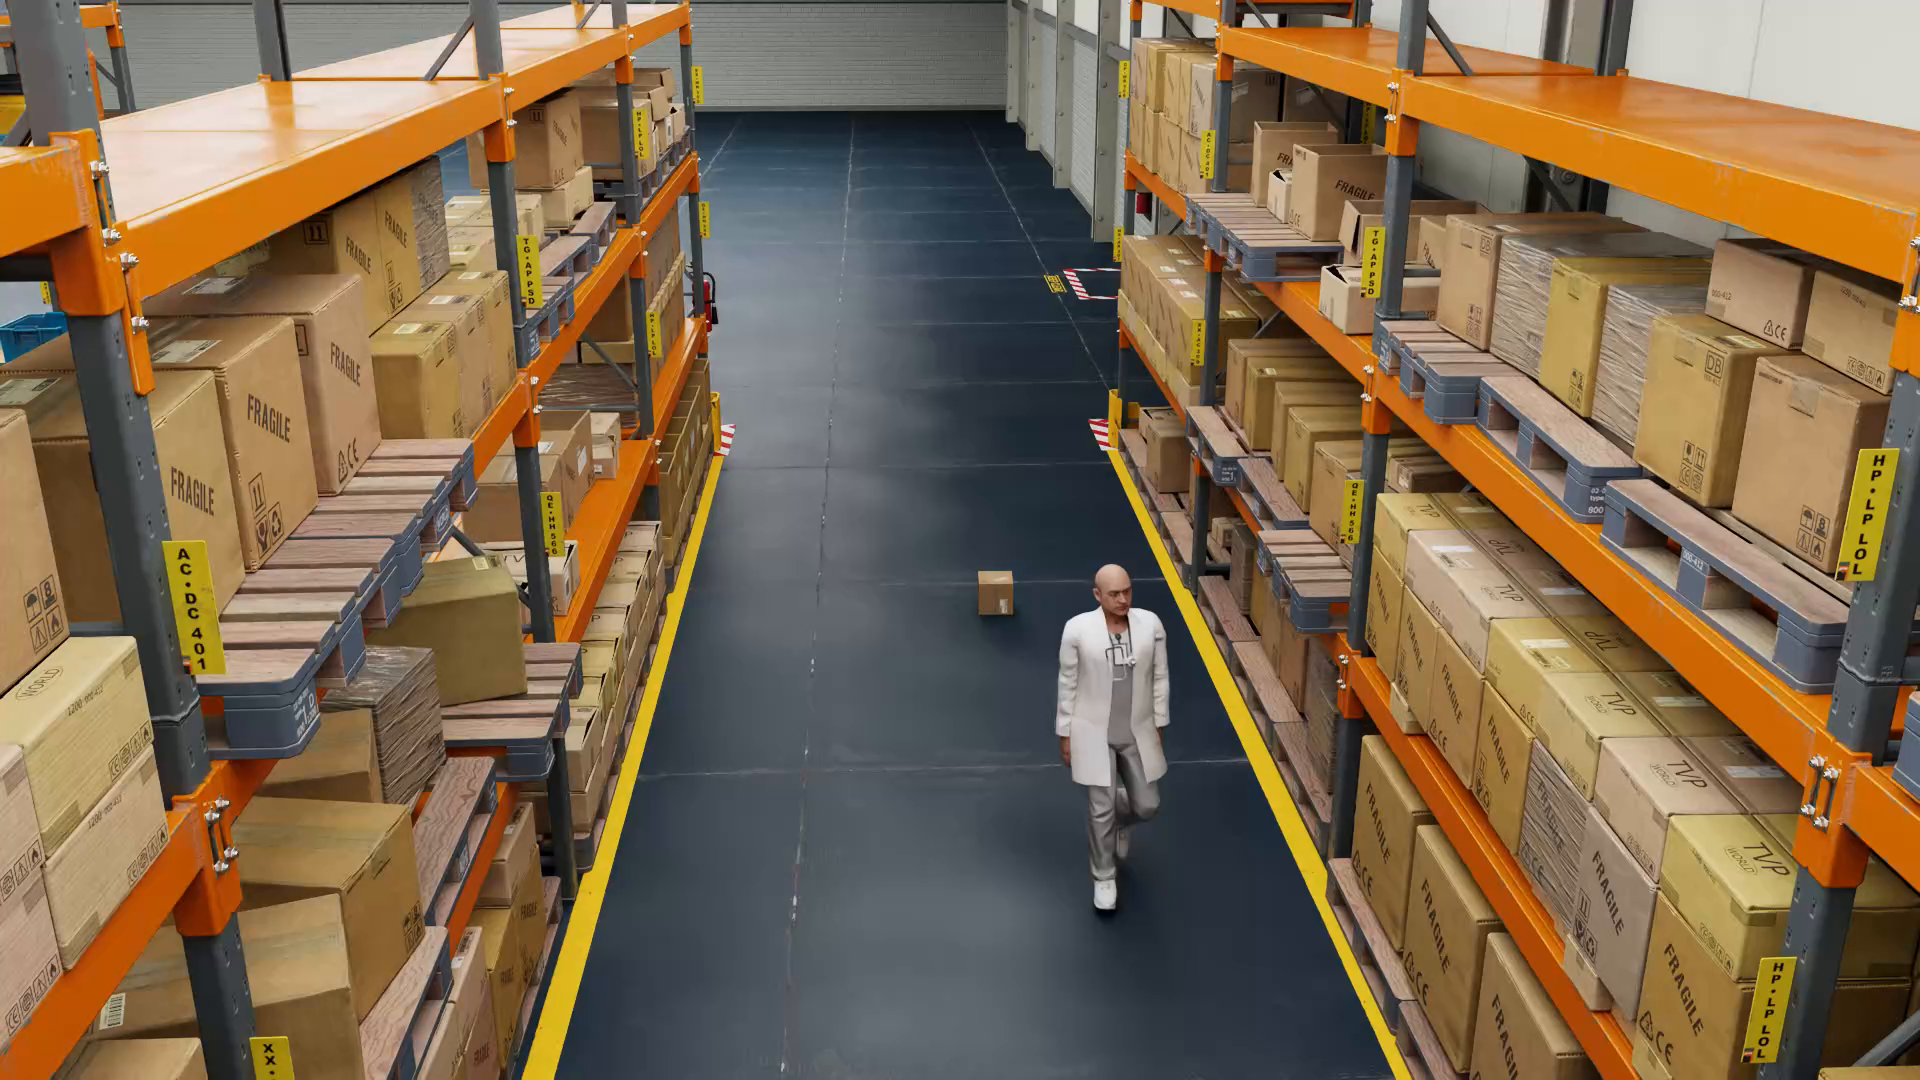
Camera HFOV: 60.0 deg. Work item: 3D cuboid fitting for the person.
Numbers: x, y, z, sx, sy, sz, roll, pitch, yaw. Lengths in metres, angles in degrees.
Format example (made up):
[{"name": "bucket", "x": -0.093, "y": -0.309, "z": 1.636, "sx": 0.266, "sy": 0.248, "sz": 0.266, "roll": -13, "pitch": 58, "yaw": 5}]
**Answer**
[{"name": "person", "x": 0.772, "y": 0.953, "z": 8.429, "sx": 0.596, "sy": 1.765, "sz": 0.666, "roll": -3, "pitch": 20, "yaw": -9}]
